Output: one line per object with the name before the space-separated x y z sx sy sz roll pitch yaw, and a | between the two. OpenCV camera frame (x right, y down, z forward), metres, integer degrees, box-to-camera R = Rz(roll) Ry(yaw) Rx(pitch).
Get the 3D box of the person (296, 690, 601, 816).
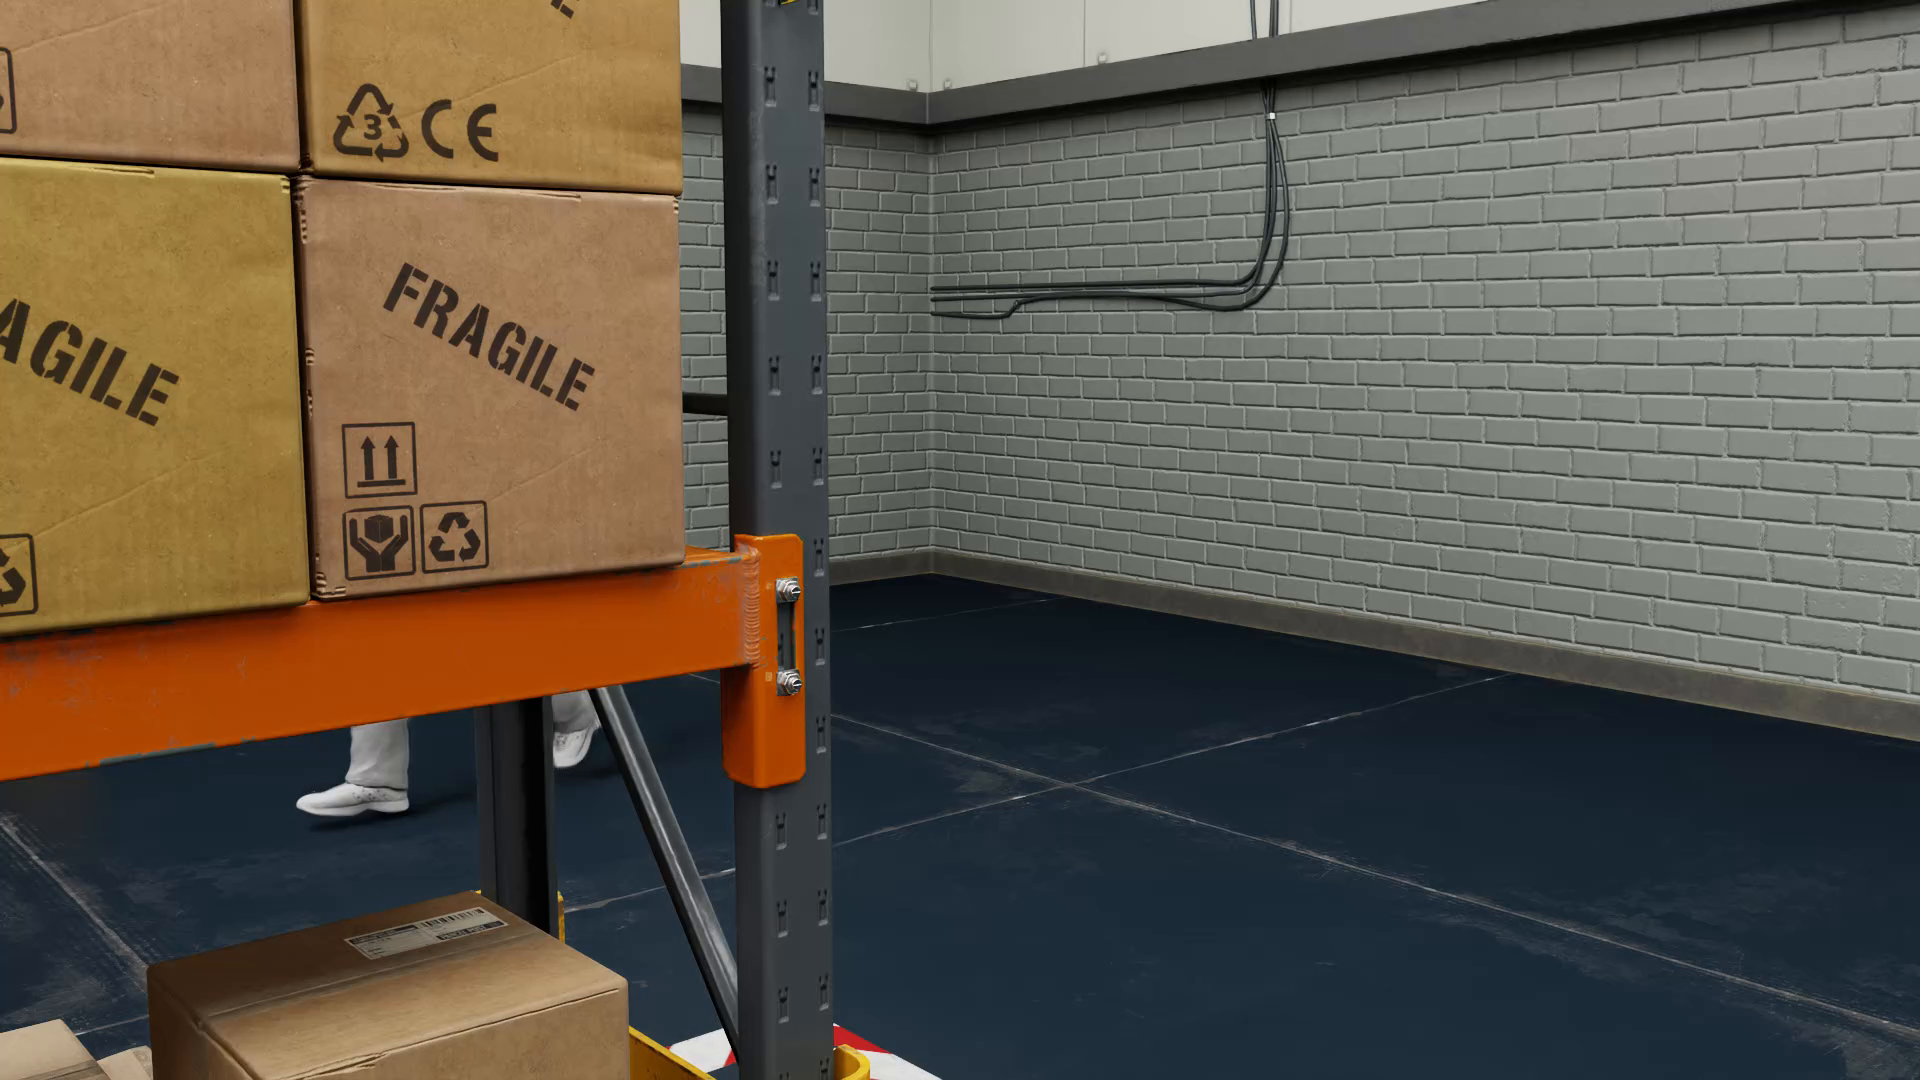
person | -1.690 0.036 5.639 0.589 1.725 1.127 5 9 37
